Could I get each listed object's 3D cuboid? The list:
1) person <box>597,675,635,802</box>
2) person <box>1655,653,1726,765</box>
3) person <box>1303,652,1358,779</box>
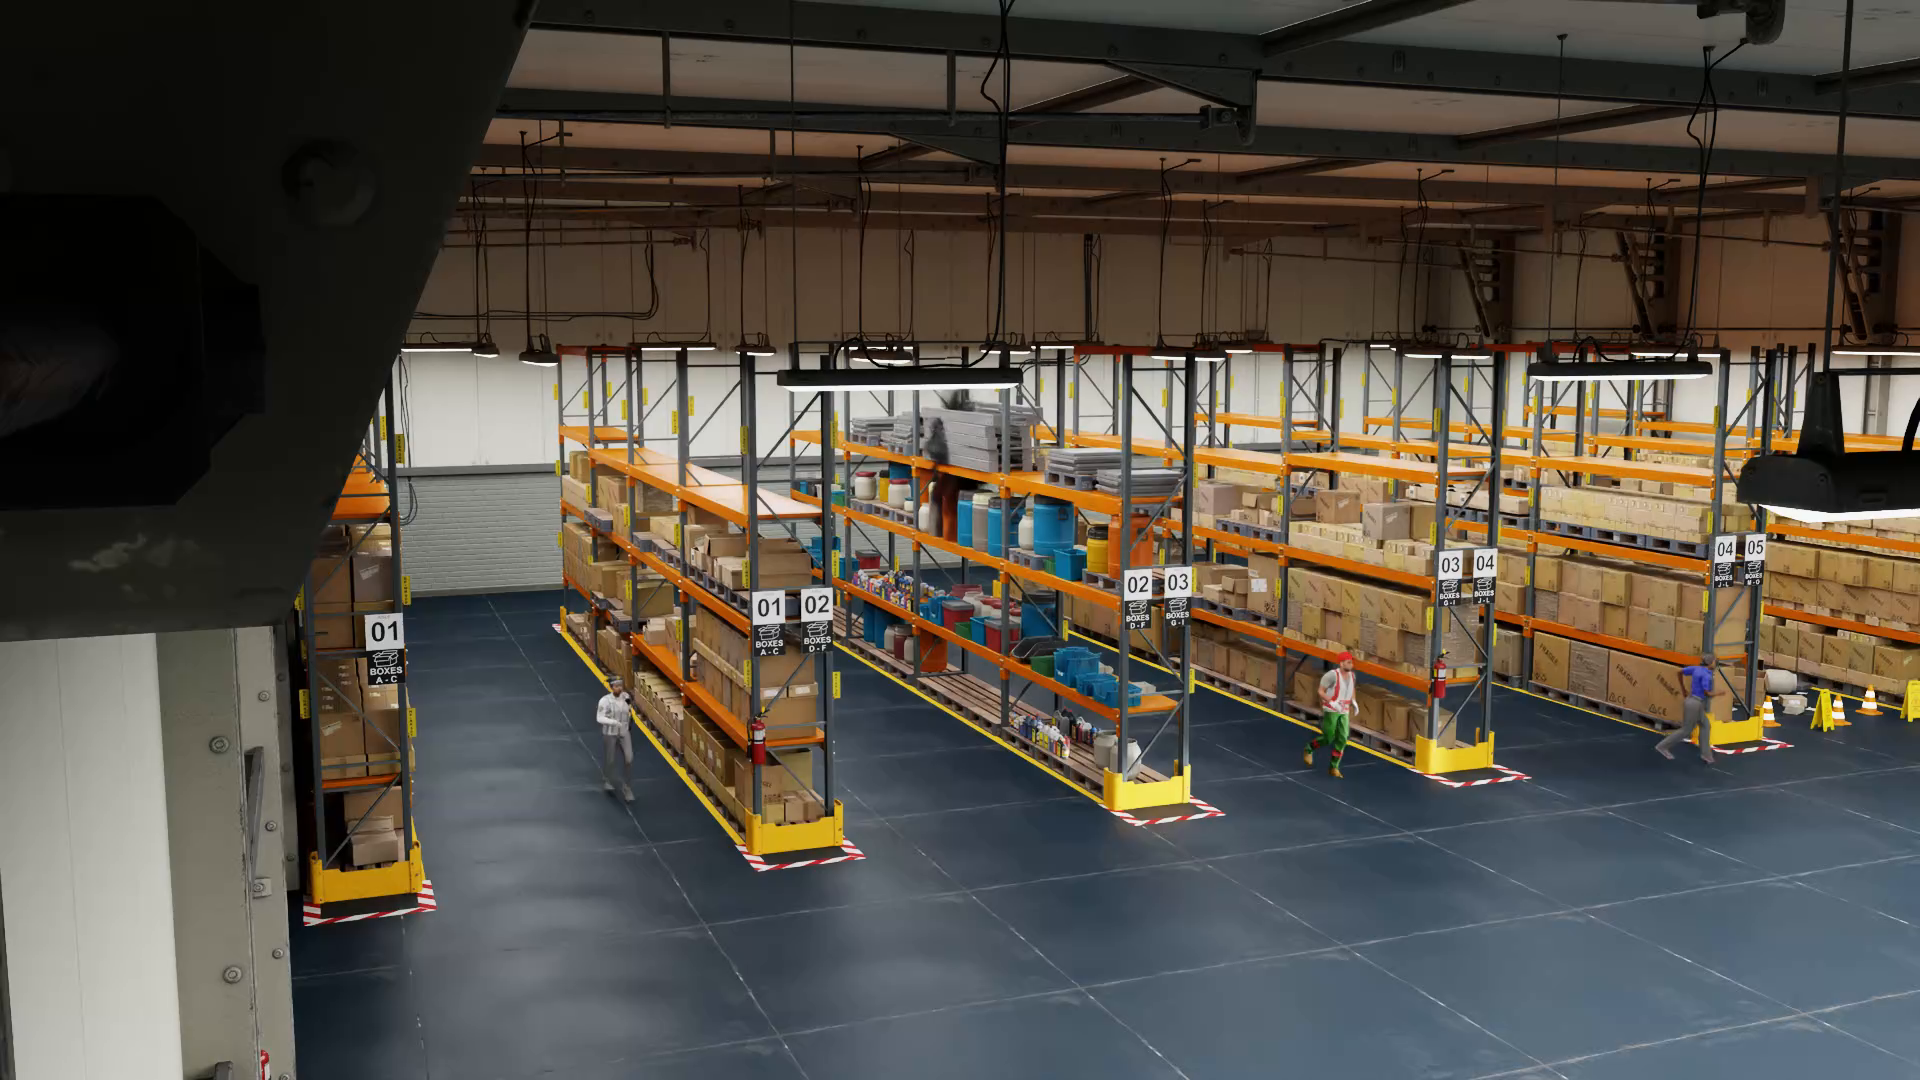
[{"bbox_3d":[-4.653,2.654,22.483,0.550,1.736,0.800,-4,8,-28],"label":"person"},{"bbox_3d":[10.650,2.488,24.253,0.938,1.659,0.607,1,7,6],"label":"person"},{"bbox_3d":[5.392,2.454,23.847,0.719,1.765,0.788,-4,8,-28],"label":"person"}]
